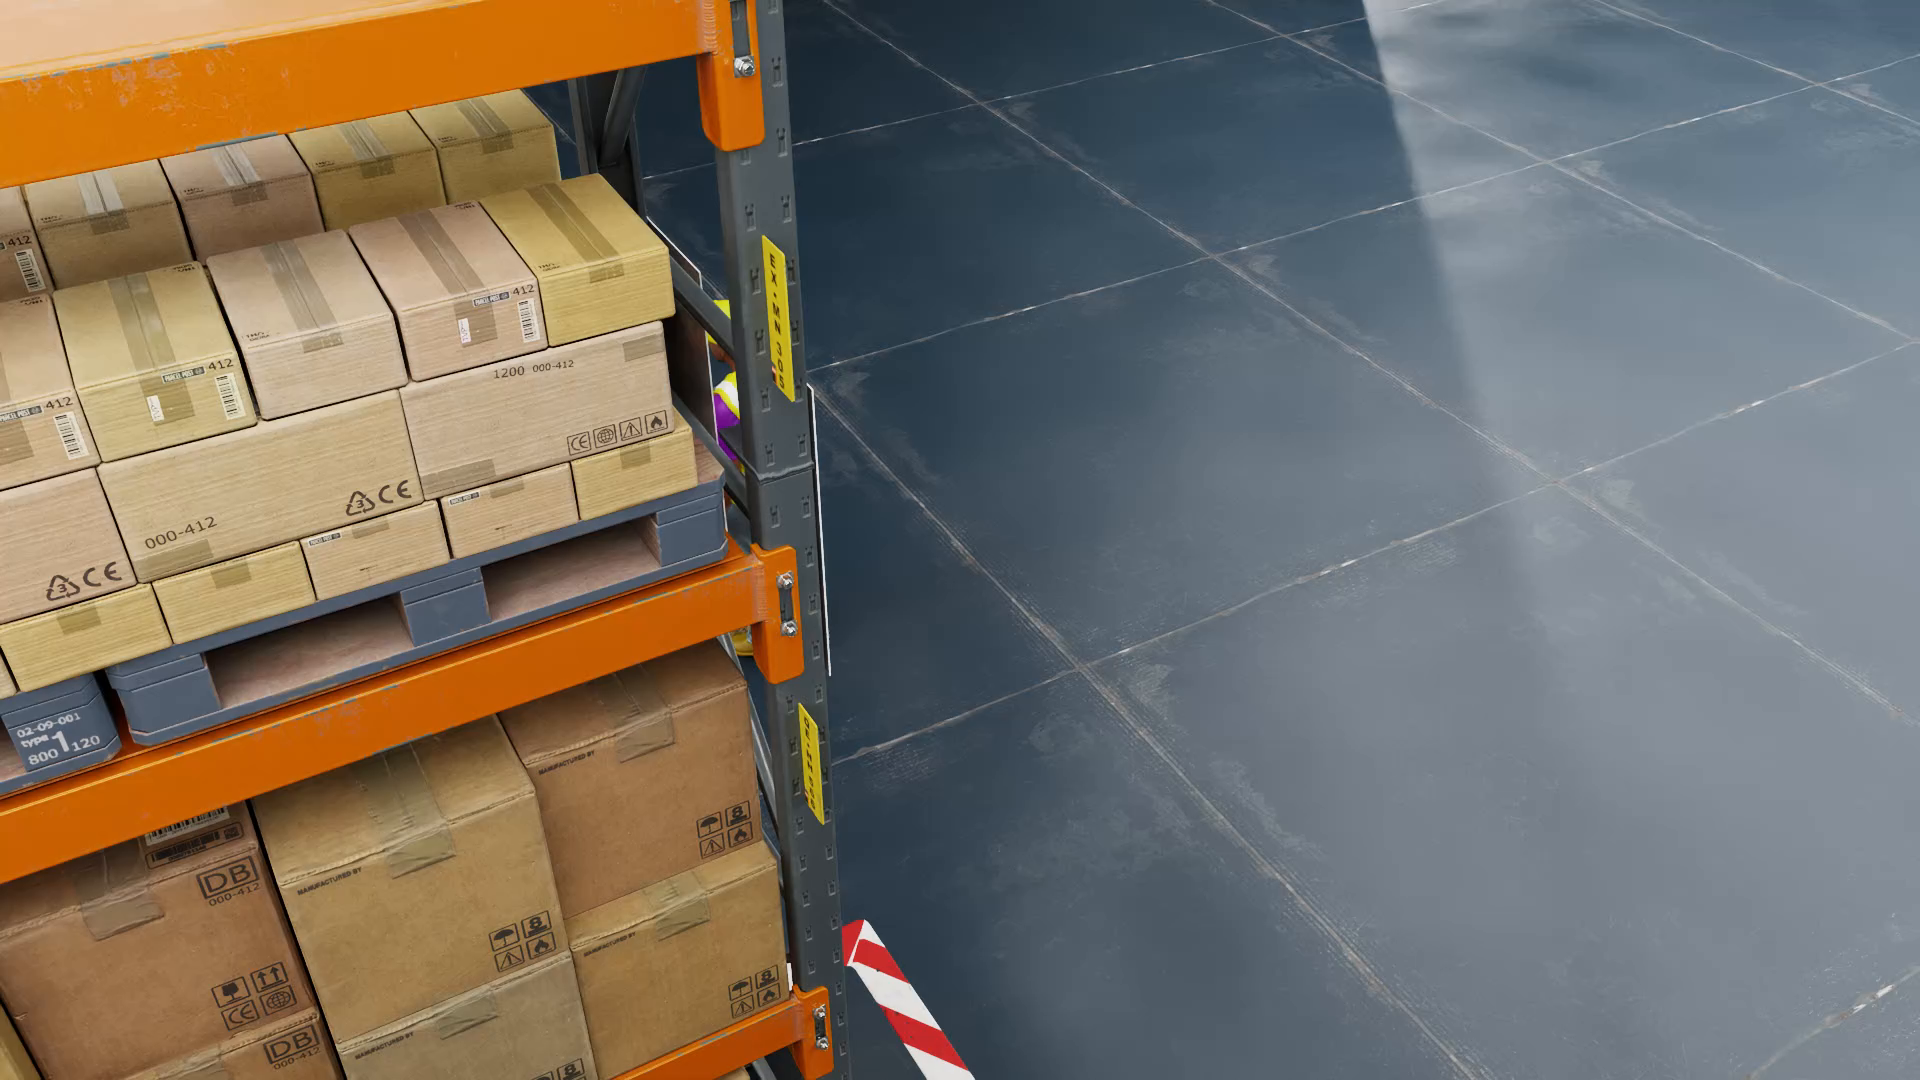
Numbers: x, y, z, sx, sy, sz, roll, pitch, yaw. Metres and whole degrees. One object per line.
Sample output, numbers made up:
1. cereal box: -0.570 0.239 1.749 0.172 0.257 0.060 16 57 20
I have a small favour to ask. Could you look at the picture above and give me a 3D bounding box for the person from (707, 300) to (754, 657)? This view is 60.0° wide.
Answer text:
1. person: -0.882 -0.256 7.258 0.461 1.760 0.626 19 41 23
